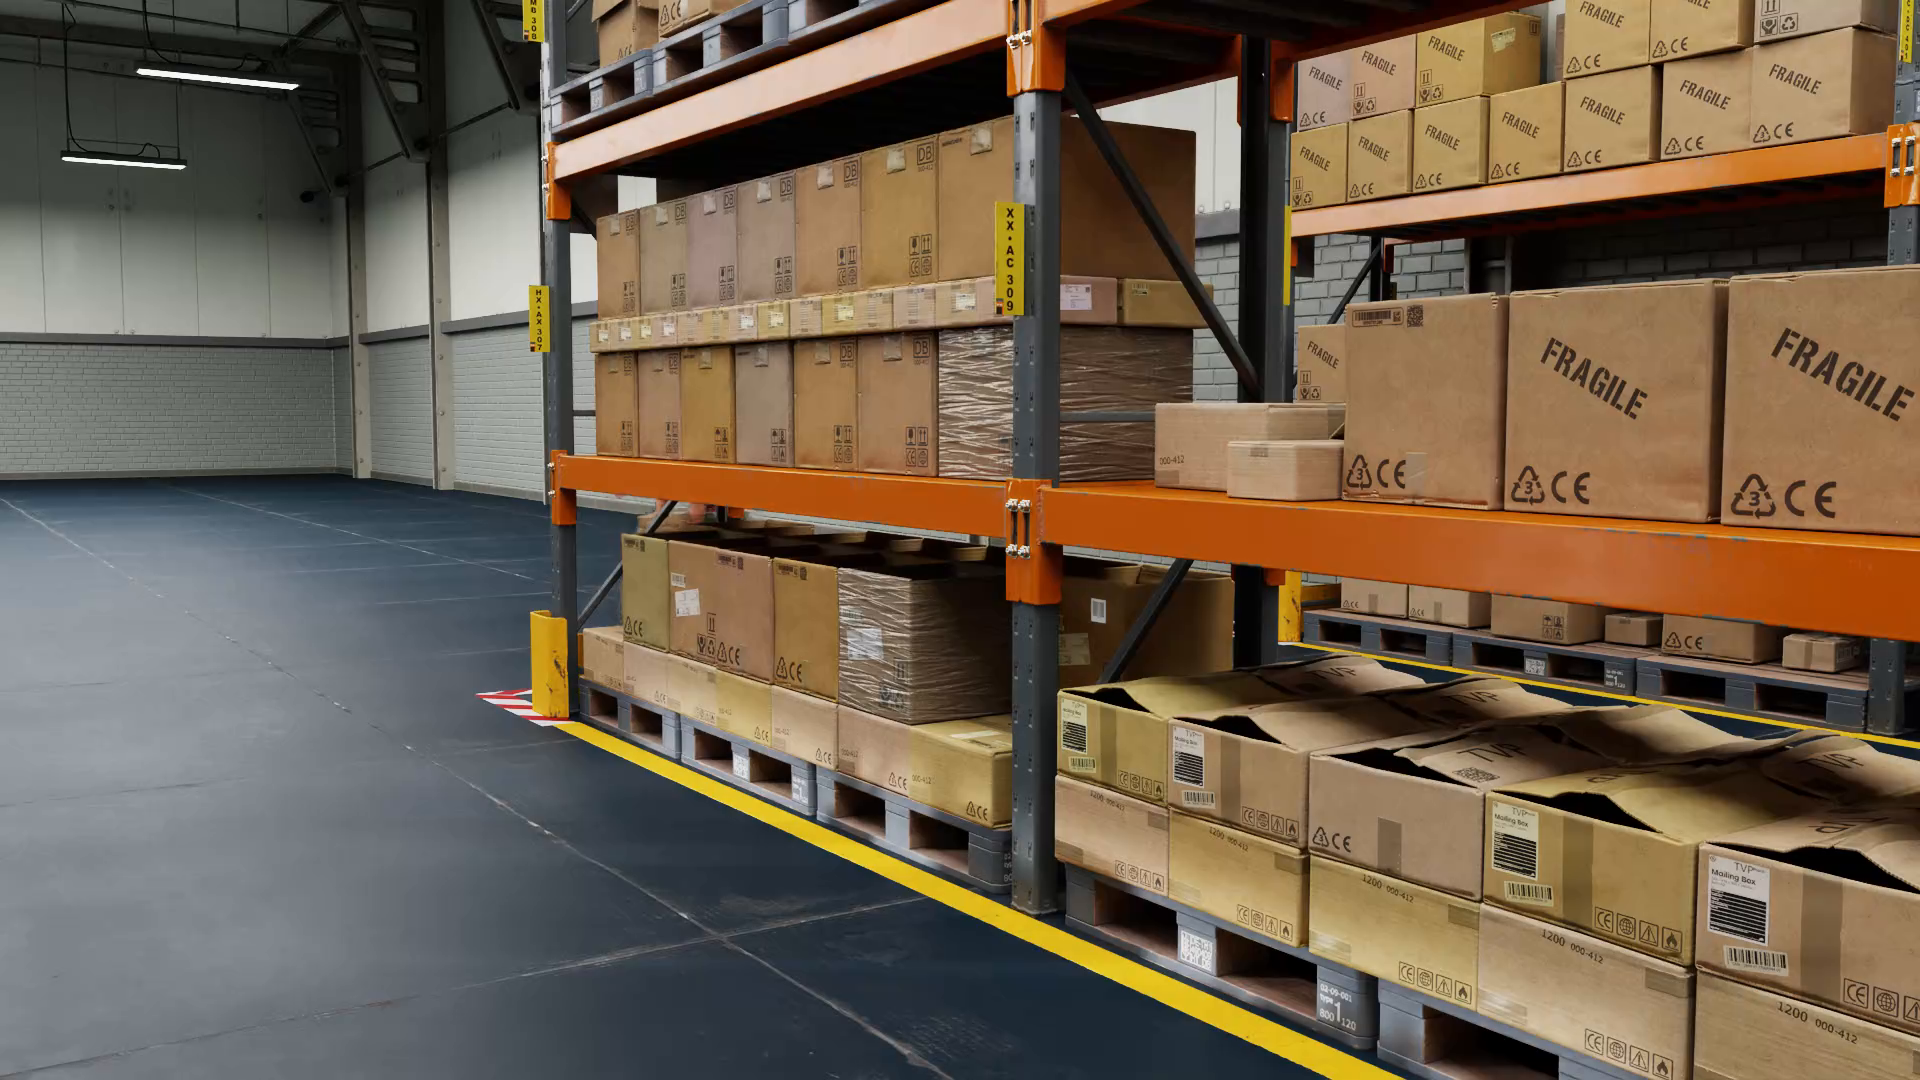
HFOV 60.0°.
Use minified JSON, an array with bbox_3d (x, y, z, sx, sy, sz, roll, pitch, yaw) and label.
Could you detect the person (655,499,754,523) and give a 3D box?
[{"bbox_3d":[-1.591,-0.049,9.877,0.472,1.600,0.773,4,6,43],"label":"person"}]
